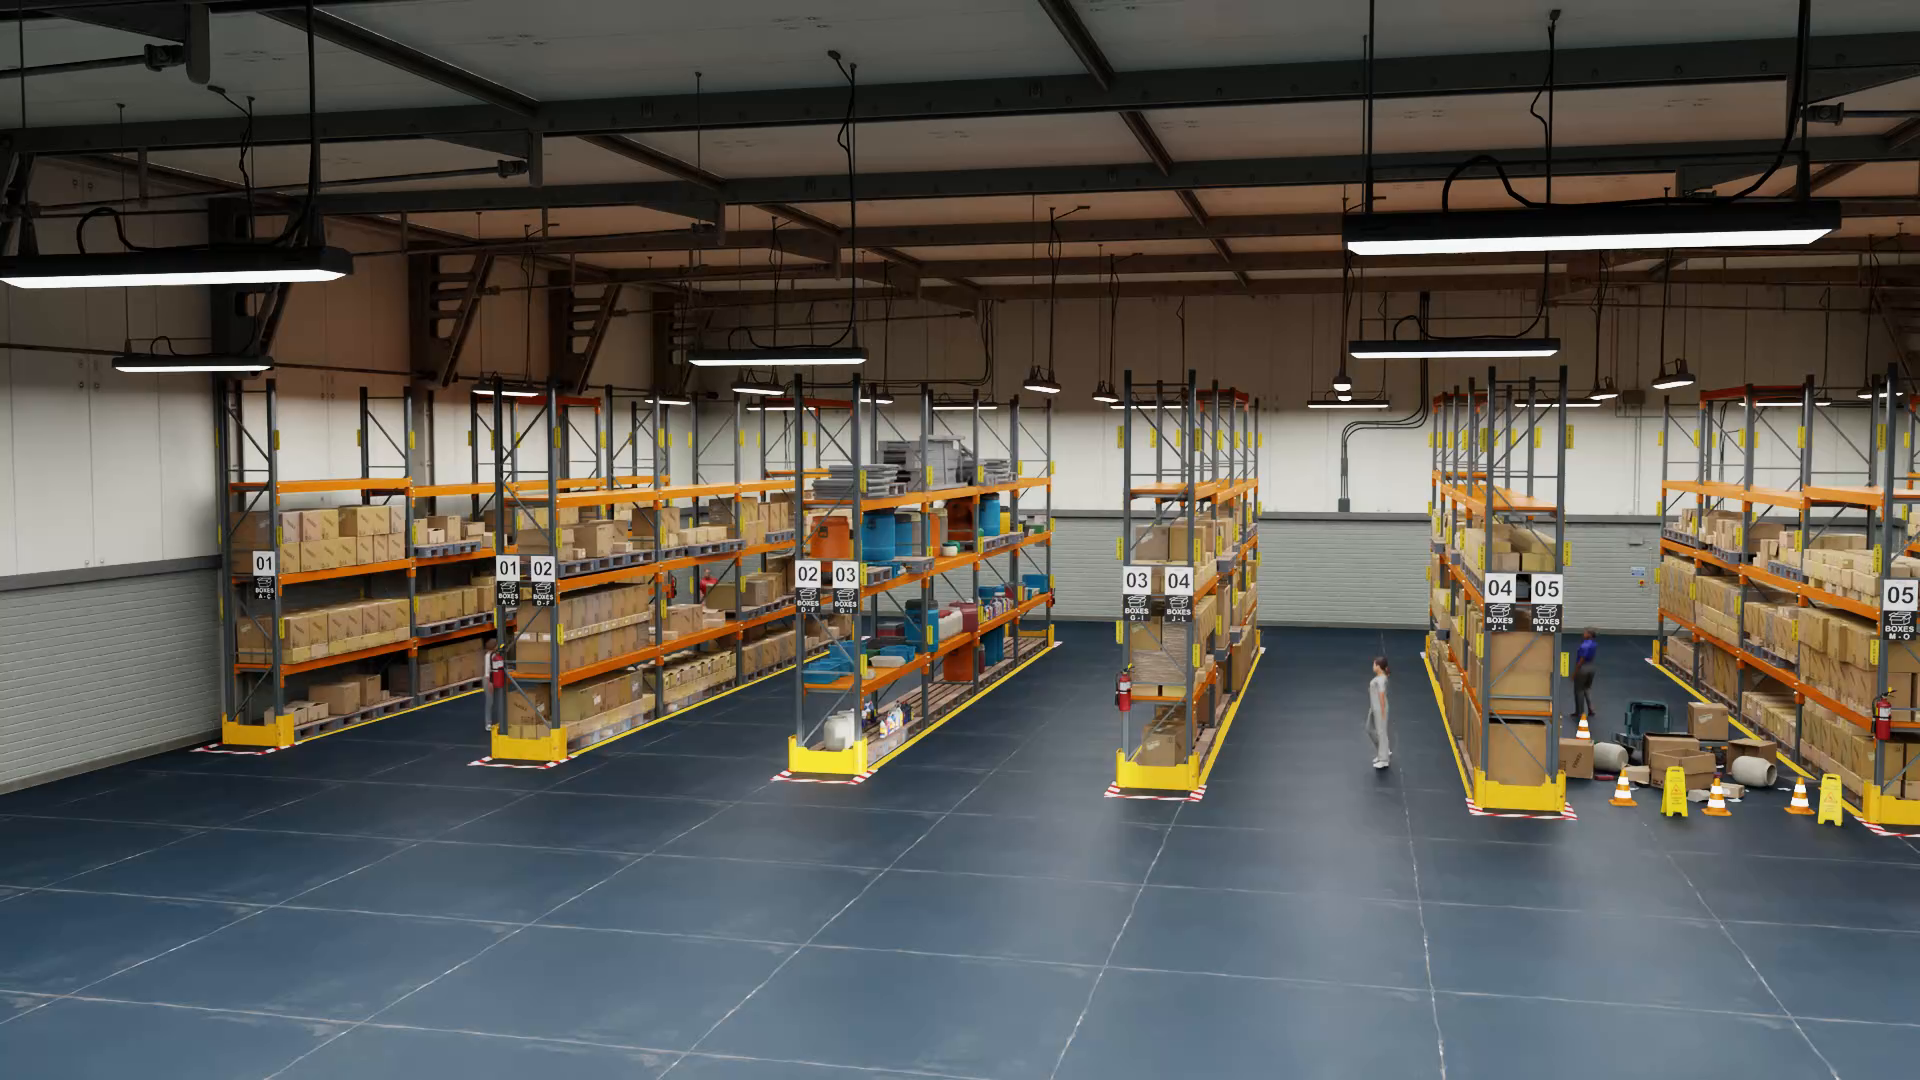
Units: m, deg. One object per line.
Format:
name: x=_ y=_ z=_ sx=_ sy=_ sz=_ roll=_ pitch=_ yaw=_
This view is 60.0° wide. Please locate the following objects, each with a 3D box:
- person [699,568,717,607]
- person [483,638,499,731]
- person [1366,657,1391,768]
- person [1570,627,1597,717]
person: x=-6.379 y=1.580 z=42.555 sx=0.645 sy=1.706 sz=0.516 roll=-1 pitch=4 yaw=-14
person: x=-7.998 y=2.489 z=28.695 sx=0.491 sy=1.598 sz=0.470 roll=2 pitch=4 yaw=24
person: x=6.450 y=2.626 z=25.492 sx=0.386 sy=1.687 sz=0.542 roll=0 pitch=3 yaw=6
person: x=11.256 y=2.416 z=30.045 sx=0.529 sy=1.711 sz=0.463 roll=-2 pitch=4 yaw=-27
